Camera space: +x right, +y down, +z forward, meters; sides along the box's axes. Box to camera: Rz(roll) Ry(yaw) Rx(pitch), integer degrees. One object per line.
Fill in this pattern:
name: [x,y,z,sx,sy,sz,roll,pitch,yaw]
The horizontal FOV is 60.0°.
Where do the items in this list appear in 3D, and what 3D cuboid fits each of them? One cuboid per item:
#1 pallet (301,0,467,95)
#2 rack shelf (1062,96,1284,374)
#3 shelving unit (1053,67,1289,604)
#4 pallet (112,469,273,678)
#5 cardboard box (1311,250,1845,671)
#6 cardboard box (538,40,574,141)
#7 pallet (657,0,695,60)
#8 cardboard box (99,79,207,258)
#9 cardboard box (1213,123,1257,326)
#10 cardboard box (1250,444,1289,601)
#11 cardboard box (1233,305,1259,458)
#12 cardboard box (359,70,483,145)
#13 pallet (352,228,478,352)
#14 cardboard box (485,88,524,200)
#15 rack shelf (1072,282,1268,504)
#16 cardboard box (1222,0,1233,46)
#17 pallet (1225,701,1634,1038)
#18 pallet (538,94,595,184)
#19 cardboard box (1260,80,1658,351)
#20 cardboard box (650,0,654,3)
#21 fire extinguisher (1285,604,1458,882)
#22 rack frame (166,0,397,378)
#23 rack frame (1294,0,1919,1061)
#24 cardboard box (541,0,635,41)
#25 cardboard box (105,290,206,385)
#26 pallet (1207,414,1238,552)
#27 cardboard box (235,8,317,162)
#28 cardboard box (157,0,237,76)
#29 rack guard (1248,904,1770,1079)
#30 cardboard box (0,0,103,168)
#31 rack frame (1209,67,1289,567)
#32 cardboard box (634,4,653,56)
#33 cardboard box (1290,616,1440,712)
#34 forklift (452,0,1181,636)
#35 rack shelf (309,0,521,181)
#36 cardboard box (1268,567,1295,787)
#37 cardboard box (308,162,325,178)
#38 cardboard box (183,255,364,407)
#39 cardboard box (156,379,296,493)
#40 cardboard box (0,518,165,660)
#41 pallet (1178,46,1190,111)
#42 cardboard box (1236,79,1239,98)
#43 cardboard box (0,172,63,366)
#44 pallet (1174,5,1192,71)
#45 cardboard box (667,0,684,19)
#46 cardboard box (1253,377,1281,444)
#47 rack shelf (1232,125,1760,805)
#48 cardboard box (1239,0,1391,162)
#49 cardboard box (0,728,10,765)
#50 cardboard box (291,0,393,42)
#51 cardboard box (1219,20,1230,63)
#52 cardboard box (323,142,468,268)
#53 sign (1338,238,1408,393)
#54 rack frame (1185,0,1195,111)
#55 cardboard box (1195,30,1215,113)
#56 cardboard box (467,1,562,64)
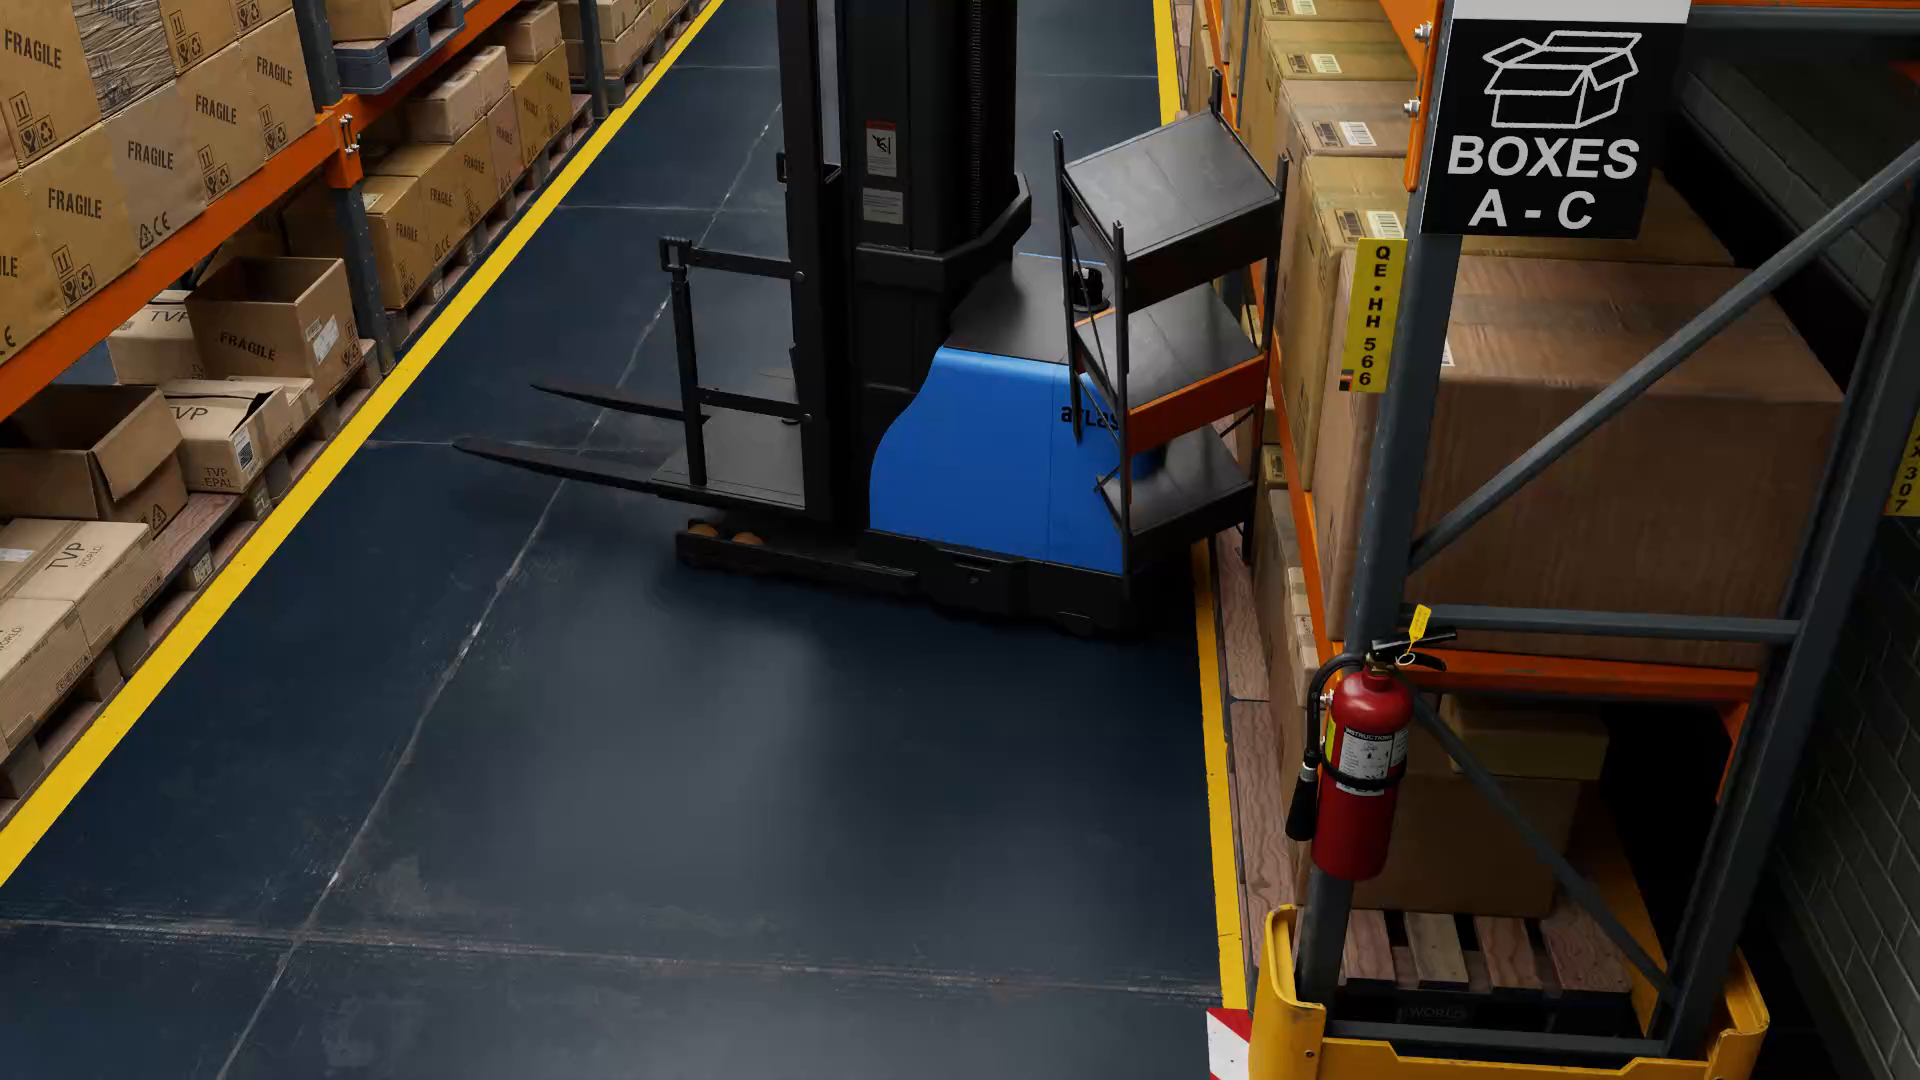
pallet: [-3.084,-2.447,8.044,1.003,0.211,1.213,2,32,4]
rack shelf: [0.597,-0.868,4.768,0.480,0.518,0.431,-23,59,-8]
shelving unit: [0.664,-0.508,5.349,0.503,2.100,0.431,-23,59,-8]
pallet: [-3.411,0.071,6.434,1.003,0.211,1.213,2,32,4]
cardboard box: [1.386,-0.209,3.944,0.980,0.700,0.700,4,32,6]
cardboard box: [-2.774,-2.831,10.448,0.500,0.500,0.500,4,32,6]
pallet: [-2.724,-4.085,13.177,1.003,0.211,1.213,2,32,4]
cardboard box: [-3.123,-1.347,5.982,0.500,0.500,0.500,3,32,5]
cardboard box: [1.603,-1.515,7.997,0.750,0.750,0.750,3,32,5]
cardboard box: [1.429,-0.103,6.040,0.700,0.500,0.500,3,32,5]
cardboard box: [1.517,-0.634,6.901,0.700,0.500,0.500,3,32,5]
cardboard box: [-2.894,-2.323,8.909,0.500,0.250,0.500,3,32,4]
pallet: [-3.229,-1.355,8.748,1.003,0.211,1.213,2,32,4]
cardboard box: [-2.853,-2.286,9.563,0.500,0.500,0.500,1,32,2]
rack shelf: [0.665,-0.501,5.361,0.480,0.518,0.431,-23,59,-8]
cardboard box: [1.498,-2.603,7.716,0.500,0.500,0.500,3,32,4]
pallet: [1.341,0.952,5.005,1.003,0.211,1.213,2,32,4]
pallet: [-3.030,-2.631,10.818,1.003,0.211,1.213,2,32,4]
cardboard box: [1.505,-0.988,5.208,0.980,0.700,0.700,1,32,2]
cardboard box: [-2.518,-4.257,12.484,0.500,0.311,0.500,2,32,3]
fire extinguisher: [0.882,0.437,3.611,0.296,0.674,0.183,2,32,4]
rack frame: [-3.258,-2.115,7.323,1.000,3.000,0.127,2,32,4]
rack frame: [1.354,0.186,3.589,1.000,3.000,0.127,2,32,4]
cardboard box: [-2.597,-3.715,11.605,0.500,0.311,0.500,3,32,6]
cardboard box: [-3.507,-0.948,7.572,0.500,0.311,0.500,2,32,4]
pallet: [1.540,-0.324,7.075,1.003,0.211,1.213,2,32,4]
cardboard box: [-3.043,-1.885,6.855,0.500,0.500,0.500,3,32,5]
cardboard box: [-3.080,-2.040,6.153,0.500,0.500,0.500,2,32,3]
rack guard: [1.352,1.263,4.225,1.175,0.500,0.348,2,32,4]
cardboard box: [-3.163,-1.513,5.298,0.500,0.500,0.500,2,32,4]
rack frame: [0.886,-0.603,5.382,0.015,2.100,0.400,-23,59,-8]
cardboard box: [-2.557,-3.739,12.179,0.500,0.250,0.500,2,32,3]
cardboard box: [1.140,0.350,4.687,0.380,0.149,0.250,2,32,3]
forklift: [-0.594,-1.357,6.159,3.031,2.935,1.130,10,33,16]
rack shelf: [-3.095,-2.855,9.209,1.077,0.370,4.000,2,32,4]
cardboard box: [1.352,0.439,5.160,0.700,0.500,0.500,2,32,4]
cardboard box: [-3.454,-1.767,8.721,0.500,0.500,0.500,3,32,4]
cardboard box: [-3.021,-0.928,7.361,0.500,0.500,0.500,2,32,4]
cardboard box: [-3.082,-0.456,6.774,0.500,0.311,0.500,2,32,4]
cardboard box: [-3.175,0.165,5.825,0.500,0.250,0.500,2,32,4]
pallet: [2.071,-3.219,11.772,1.003,0.211,1.213,2,32,4]
cardboard box: [1.425,-1.996,7.350,0.380,0.149,0.250,3,32,4]
cardboard box: [-3.204,-0.819,5.125,0.500,0.500,0.500,2,32,4]
pallet: [2.173,-3.855,12.804,1.003,0.211,1.213,2,32,4]
cardboard box: [-2.478,-4.279,13.056,0.500,0.250,0.500,3,32,5]
cardboard box: [1.265,-0.465,6.010,0.380,0.149,0.250,2,32,3]
rack shelf: [1.517,-0.554,5.475,1.077,0.370,4.000,2,32,4]
cardboard box: [1.620,-1.750,6.445,0.980,0.700,0.700,3,32,5]
cardboard box: [-3.186,0.660,5.101,0.380,0.166,0.250,2,32,4]
cardboard box: [-2.996,-2.575,7.573,0.700,0.500,0.500,-8,33,-13]
cardboard box: [1.451,-2.403,8.011,0.380,0.149,0.250,2,32,4]
cardboard box: [-2.943,-1.760,8.711,0.500,0.500,0.500,3,32,5]
sign: [0.815,-0.438,3.273,0.100,0.325,0.005,2,32,4]
rack frame: [2.006,-3.997,10.377,1.000,3.000,0.127,2,32,4]
cardboard box: [1.737,-2.424,9.473,0.750,0.750,0.750,2,32,4]
cardboard box: [-2.775,-3.121,10.203,0.500,0.250,0.500,4,32,6]
